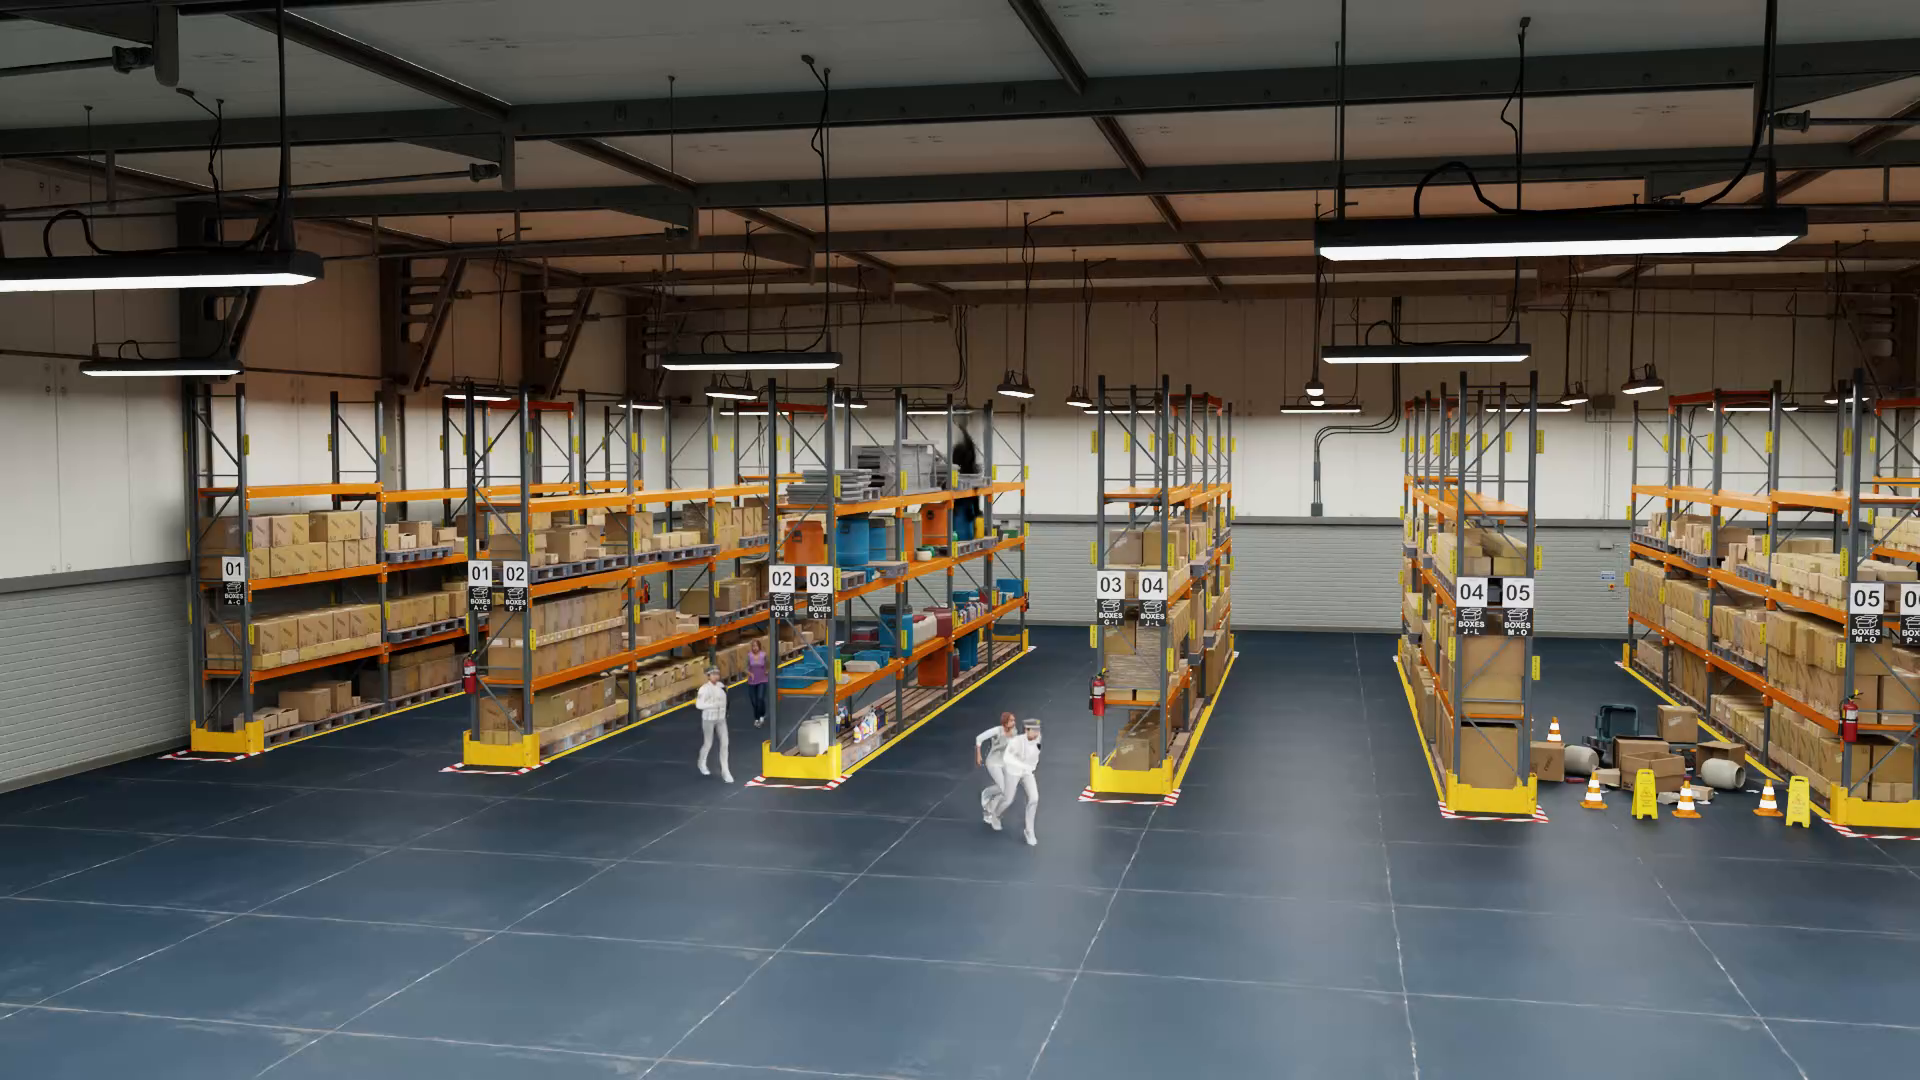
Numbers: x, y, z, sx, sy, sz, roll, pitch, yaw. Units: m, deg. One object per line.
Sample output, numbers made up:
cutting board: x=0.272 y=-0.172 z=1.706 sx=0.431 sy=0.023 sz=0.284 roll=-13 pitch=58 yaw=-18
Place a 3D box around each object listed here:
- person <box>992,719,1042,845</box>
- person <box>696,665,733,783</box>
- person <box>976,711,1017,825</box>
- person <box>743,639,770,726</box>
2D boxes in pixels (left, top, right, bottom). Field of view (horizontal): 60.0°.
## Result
person: x=0.725 y=3.029 z=21.160 sx=0.658 sy=1.624 sz=0.960 roll=-2 pitch=4 yaw=-35
person: x=-3.682 y=2.719 z=24.851 sx=0.604 sy=1.733 sz=0.820 roll=-2 pitch=4 yaw=-35
person: x=0.542 y=3.000 z=21.858 sx=0.525 sy=1.527 sz=0.650 roll=-3 pitch=4 yaw=-42
person: x=-3.568 y=2.533 z=29.315 sx=0.507 sy=1.543 sz=0.701 roll=0 pitch=3 yaw=-1
